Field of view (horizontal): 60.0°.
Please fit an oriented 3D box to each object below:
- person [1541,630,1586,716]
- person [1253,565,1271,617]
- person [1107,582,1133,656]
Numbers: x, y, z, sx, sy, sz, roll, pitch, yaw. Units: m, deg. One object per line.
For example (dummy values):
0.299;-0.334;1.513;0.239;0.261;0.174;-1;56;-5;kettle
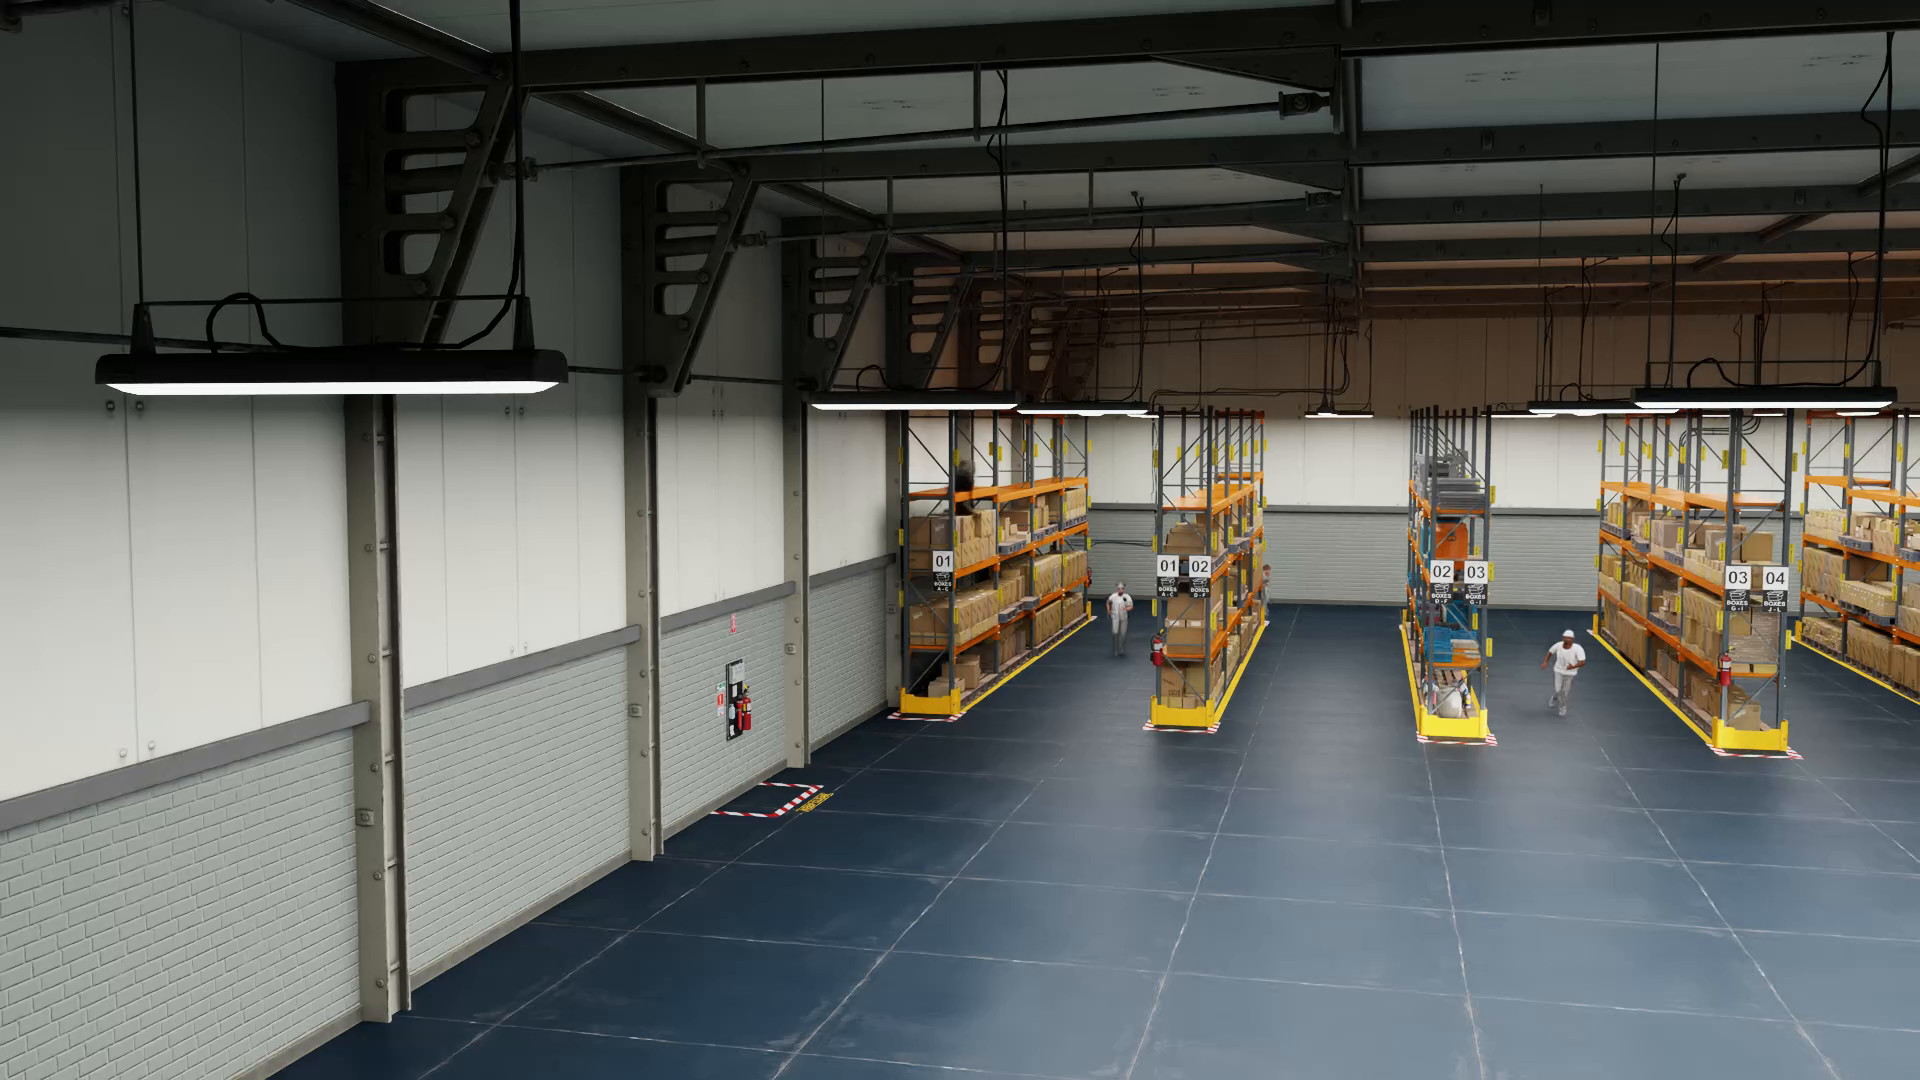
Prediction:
11.773;2.580;32.464;0.814;1.694;0.637;1;4;20;person
8.819;1.474;48.924;0.579;1.550;0.915;-3;5;-32;person
3.898;1.939;40.565;0.636;1.820;0.726;0;4;4;person
